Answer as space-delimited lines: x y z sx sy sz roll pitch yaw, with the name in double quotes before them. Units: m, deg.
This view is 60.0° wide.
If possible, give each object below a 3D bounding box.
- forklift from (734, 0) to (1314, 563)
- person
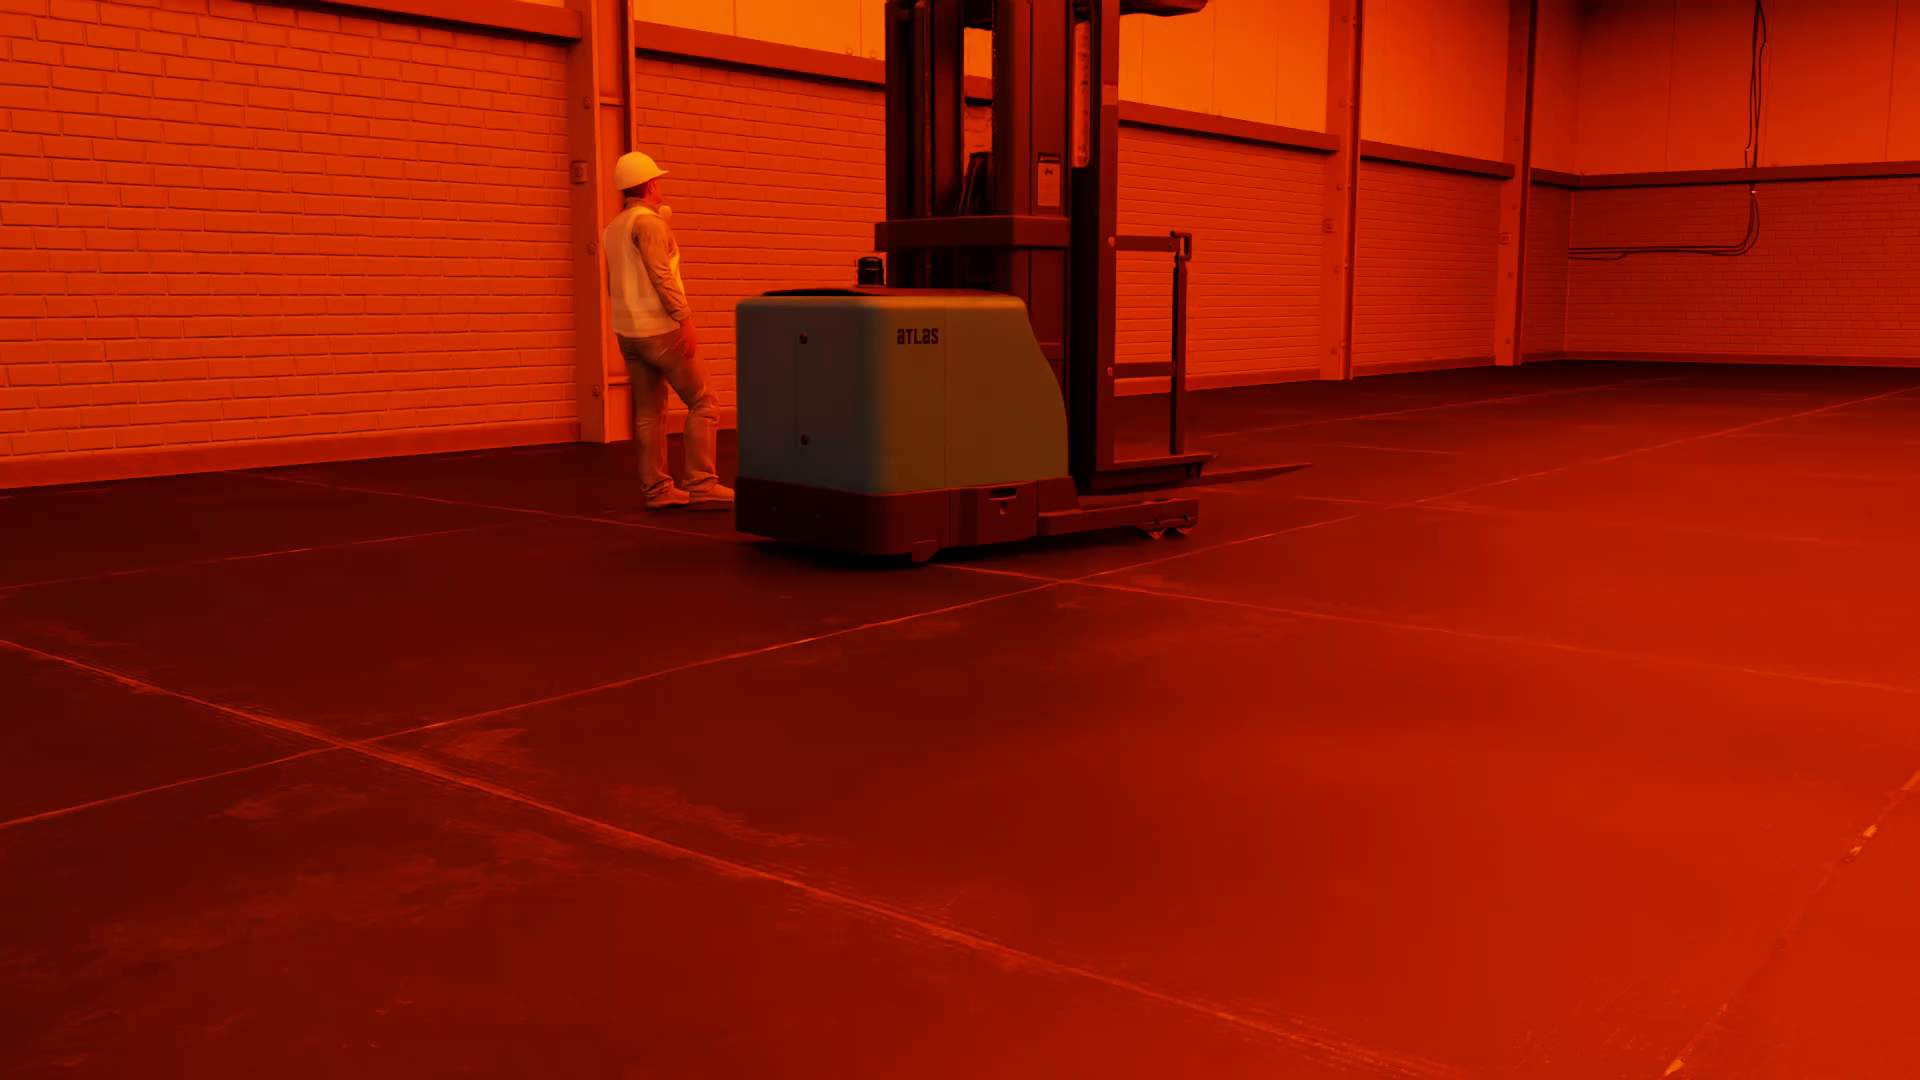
"forklift" 0.464 -1.513 7.622 3.031 2.935 1.130 -7 11 -41
"person" -1.481 -1.050 8.398 0.568 1.774 0.633 -7 11 -38
